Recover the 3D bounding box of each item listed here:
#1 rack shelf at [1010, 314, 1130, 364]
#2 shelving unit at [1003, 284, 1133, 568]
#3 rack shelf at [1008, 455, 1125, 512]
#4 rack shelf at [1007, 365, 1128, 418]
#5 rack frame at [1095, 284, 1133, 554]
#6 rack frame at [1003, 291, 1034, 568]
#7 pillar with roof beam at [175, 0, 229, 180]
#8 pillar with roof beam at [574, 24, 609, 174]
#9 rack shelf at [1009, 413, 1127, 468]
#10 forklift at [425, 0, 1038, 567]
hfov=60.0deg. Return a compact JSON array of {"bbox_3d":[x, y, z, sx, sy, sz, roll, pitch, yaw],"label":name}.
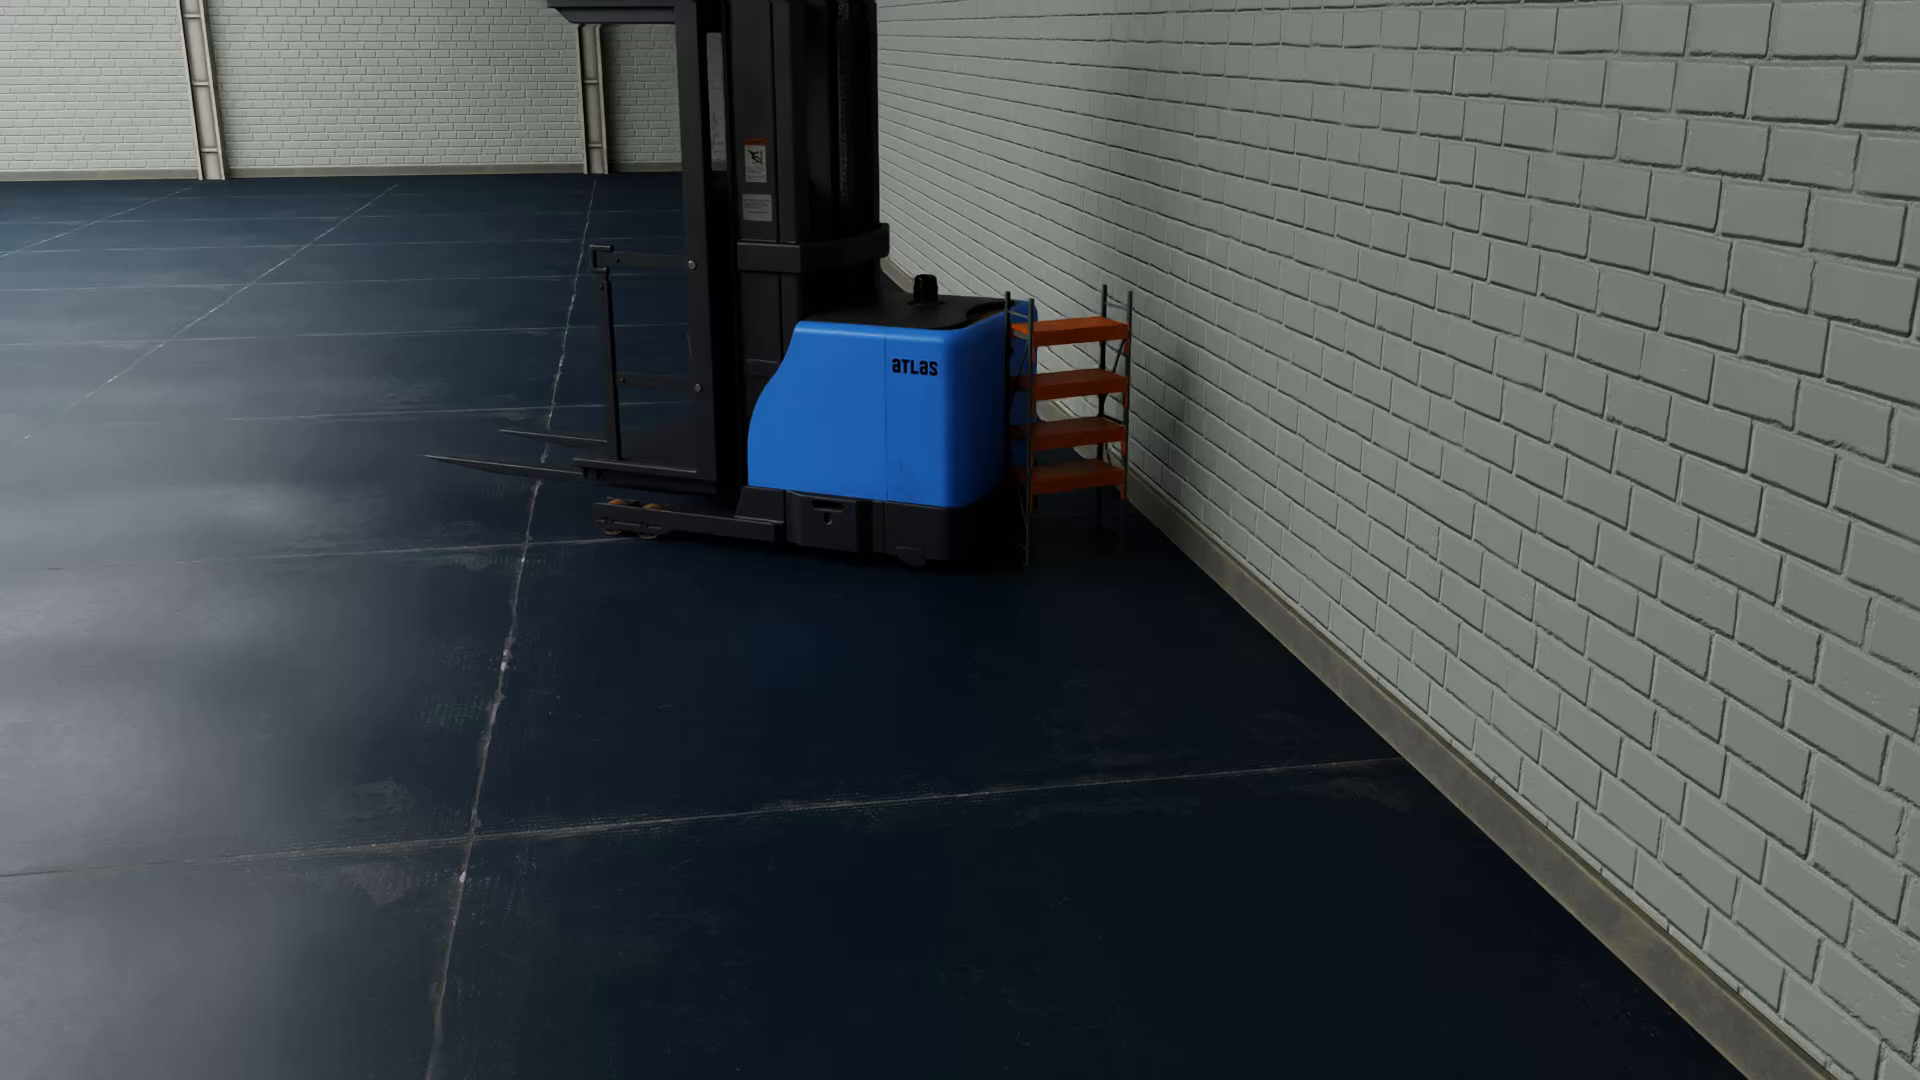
[{"bbox_3d":[0.475,-0.888,7.319,0.480,0.148,0.258,-8,19,-24],"label":"rack shelf"},{"bbox_3d":[0.475,-0.512,7.435,0.503,1.200,0.258,-8,19,-24],"label":"shelving unit"},{"bbox_3d":[0.475,-0.258,7.513,0.480,0.148,0.258,-8,19,-24],"label":"rack shelf"},{"bbox_3d":[0.475,-0.661,7.389,0.480,0.148,0.258,-8,19,-24],"label":"rack shelf"},{"bbox_3d":[0.695,-0.543,7.536,0.015,1.200,0.240,-8,19,-24],"label":"rack frame"},{"bbox_3d":[0.255,-0.481,7.334,0.015,1.200,0.240,-8,19,-24],"label":"rack frame"},{"bbox_3d":[-11.144,-8.854,21.312,0.400,9.000,9.100,-3,17,-10],"label":"pillar with roof beam"},{"bbox_3d":[-5.253,-9.188,22.400,0.400,9.000,9.100,-3,17,-10],"label":"pillar with roof beam"},{"bbox_3d":[0.475,-0.448,7.455,0.480,0.148,0.258,-8,19,-24],"label":"rack shelf"},{"bbox_3d":[-1.190,-1.539,7.829,3.031,2.935,1.130,7,18,21],"label":"forklift"}]
